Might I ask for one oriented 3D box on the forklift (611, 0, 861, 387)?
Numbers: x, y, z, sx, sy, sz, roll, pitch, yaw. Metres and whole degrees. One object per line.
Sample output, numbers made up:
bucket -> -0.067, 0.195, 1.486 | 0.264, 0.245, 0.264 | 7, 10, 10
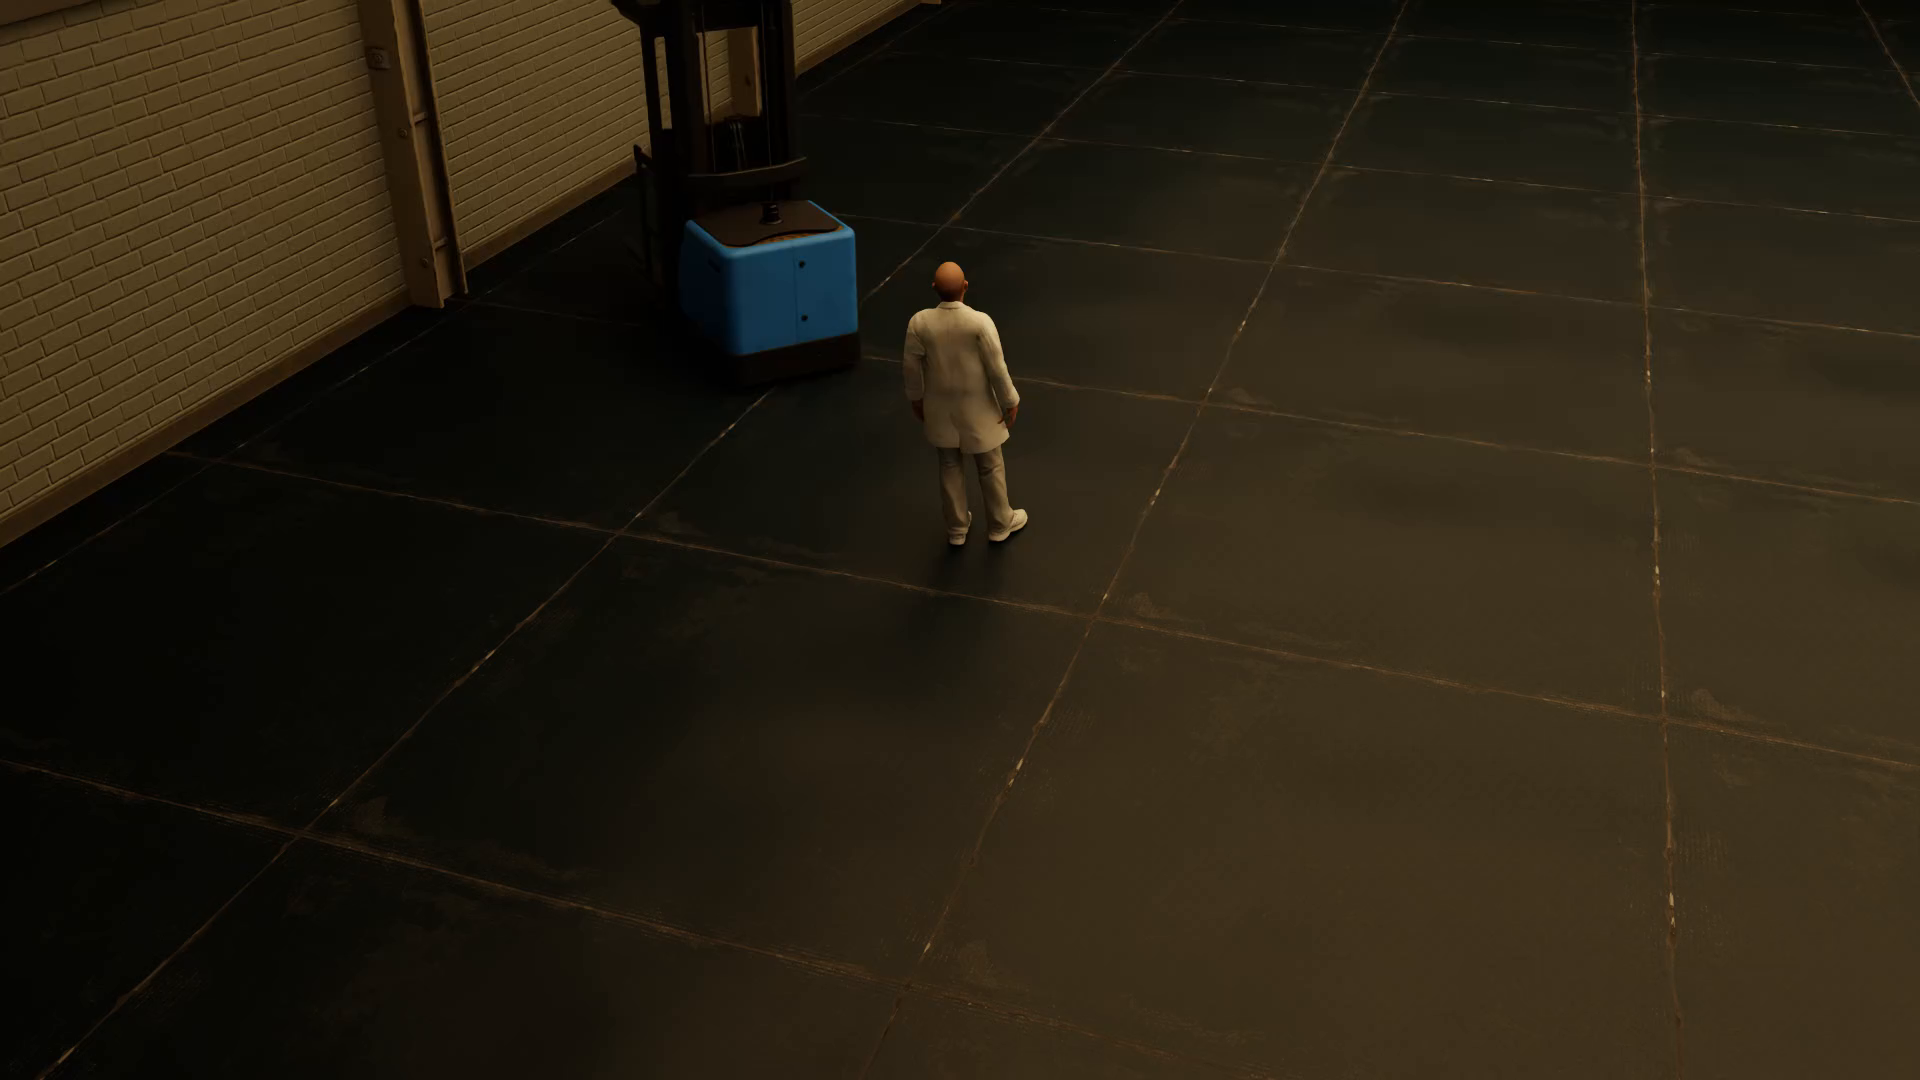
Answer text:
forklift -> -1.876, -3.068, 12.519 | 1.130, 2.935, 3.031 | -15, 33, -24

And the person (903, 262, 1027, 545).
person -> 0.033, -0.821, 9.725 | 0.698, 1.777, 0.580 | 10, 31, 16
